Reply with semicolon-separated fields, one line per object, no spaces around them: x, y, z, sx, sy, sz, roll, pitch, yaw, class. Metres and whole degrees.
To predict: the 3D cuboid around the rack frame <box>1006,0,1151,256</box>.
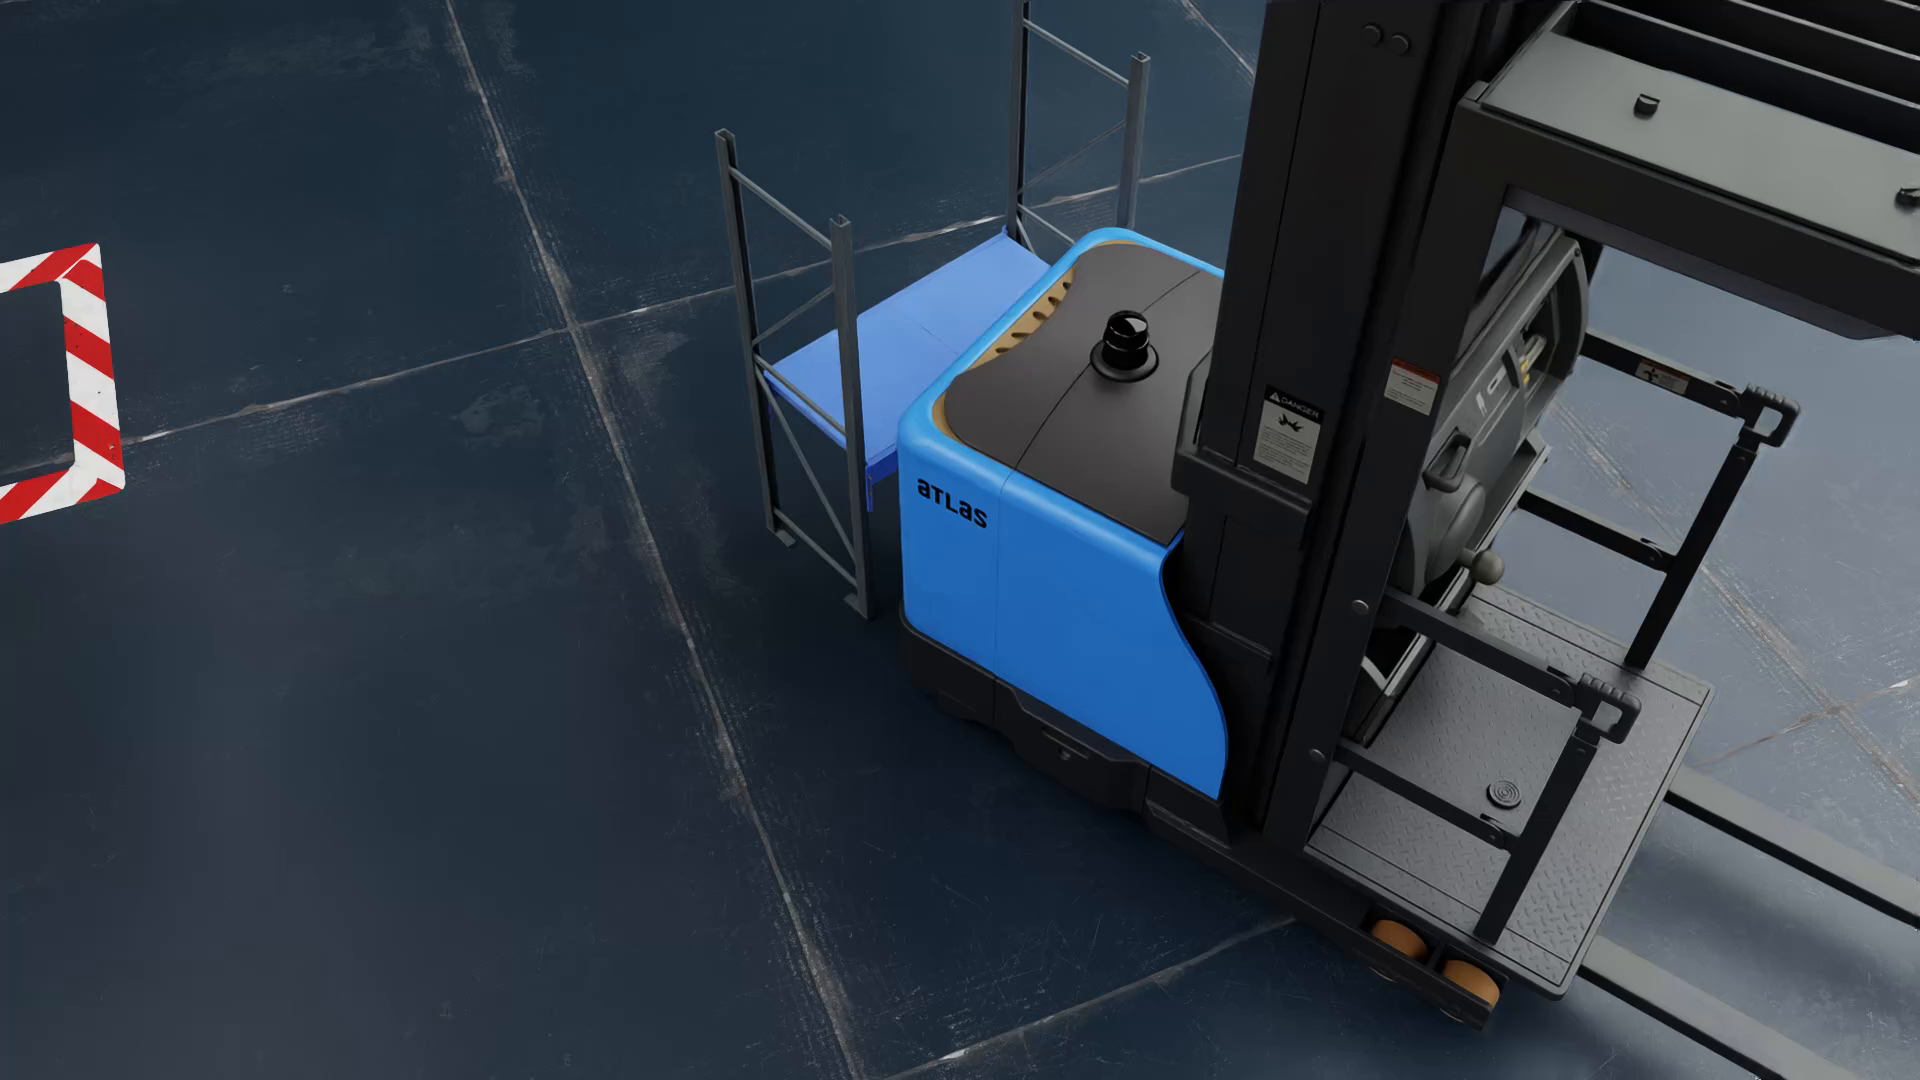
0.322;-0.908;5.041;0.032;1.500;0.500;-34;57;-26;rack frame

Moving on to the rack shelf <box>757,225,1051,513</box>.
-0.056;-0.533;4.956;1.000;0.185;0.538;-34;57;-26;rack shelf

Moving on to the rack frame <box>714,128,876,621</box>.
-0.435;-0.393;4.599;0.032;1.500;0.500;-34;57;-26;rack frame

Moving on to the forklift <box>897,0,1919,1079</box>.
1.325;-0.201;3.491;3.031;2.935;1.130;28;55;22;forklift

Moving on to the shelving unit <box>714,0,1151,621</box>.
-0.056;-0.650;4.820;1.048;1.500;0.538;-34;57;-26;shelving unit
